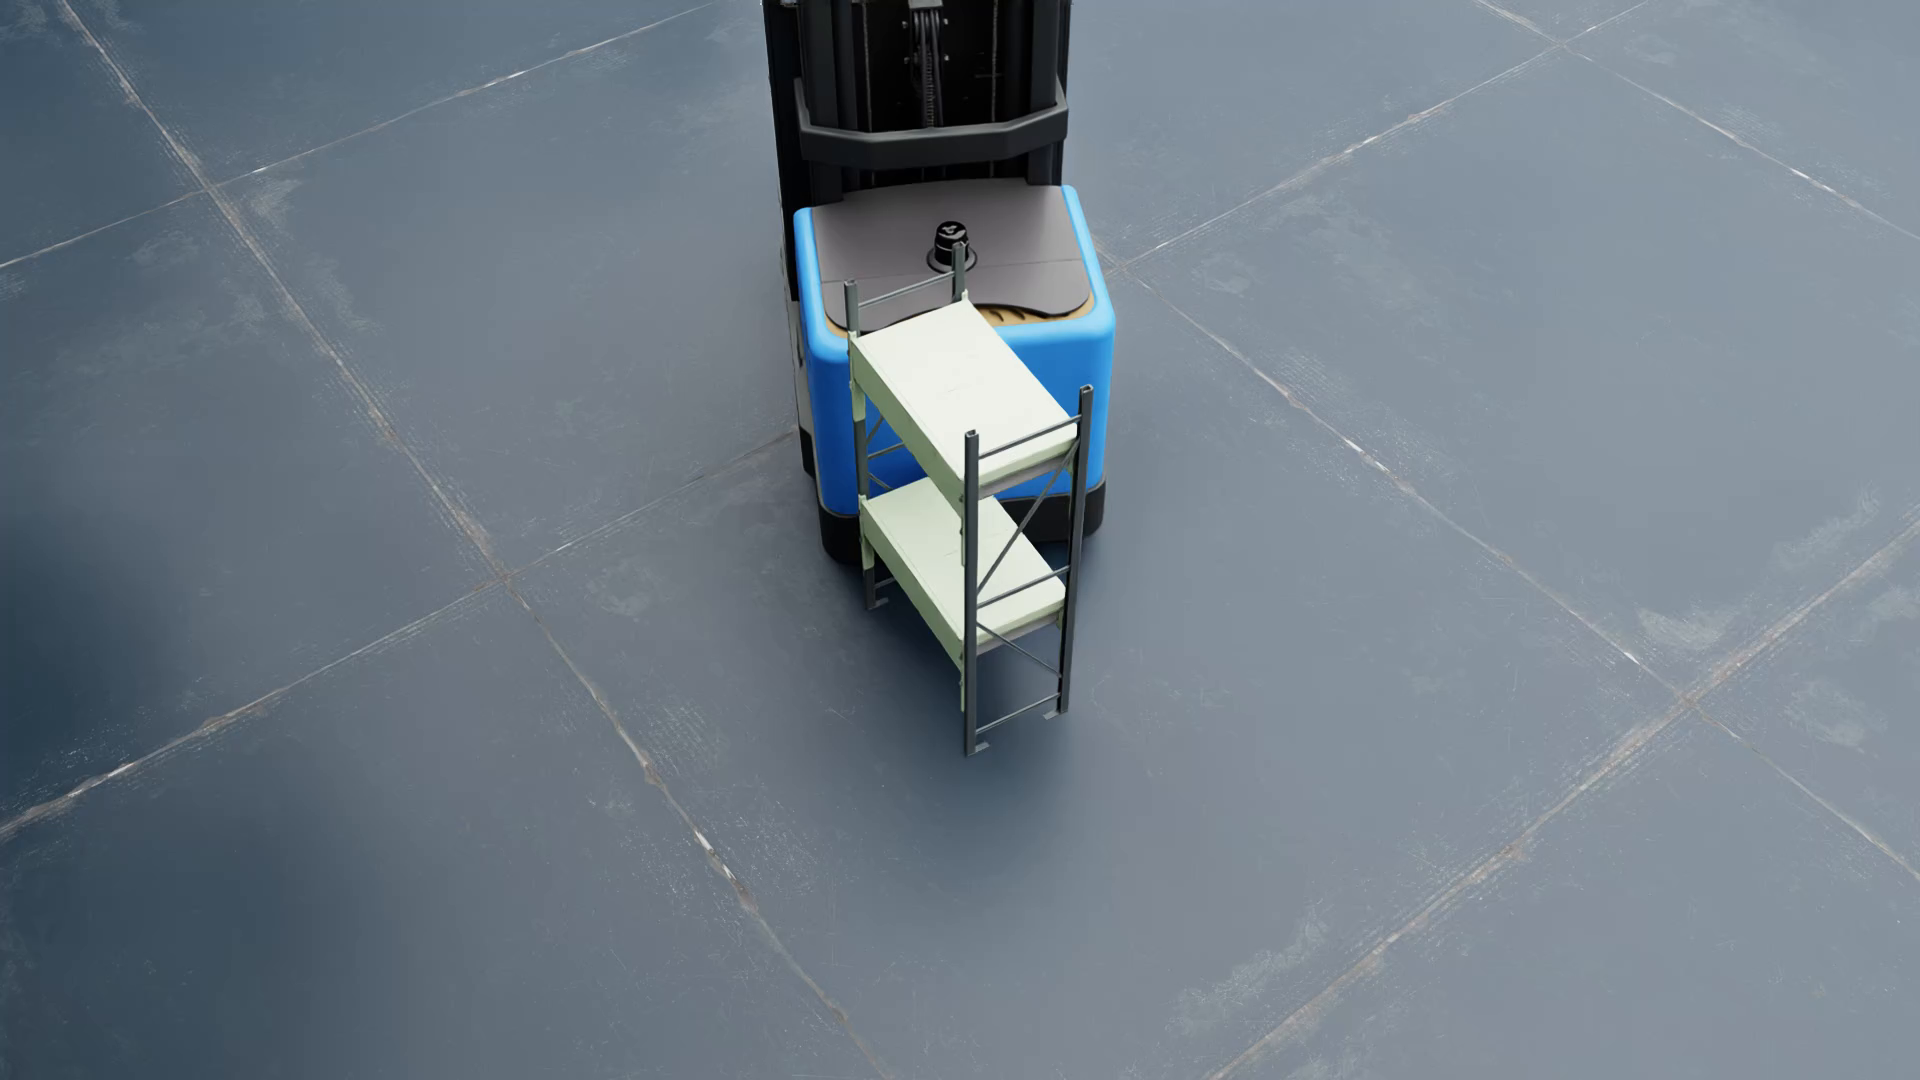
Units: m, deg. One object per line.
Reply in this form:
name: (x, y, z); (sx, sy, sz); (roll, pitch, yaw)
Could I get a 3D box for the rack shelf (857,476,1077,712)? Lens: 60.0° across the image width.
rack shelf: (0.014, 0.131, 5.559); (0.431, 0.370, 0.720); (-22, 52, -19)

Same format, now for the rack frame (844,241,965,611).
rack frame: (-0.164, -0.325, 5.532); (0.400, 1.500, 0.023); (-22, 52, -19)

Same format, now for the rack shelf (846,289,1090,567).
rack shelf: (0.014, -0.350, 5.028); (0.431, 0.370, 0.720); (-22, 52, -19)

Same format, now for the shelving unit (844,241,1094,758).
shelving unit: (0.014, -0.088, 5.317); (0.431, 1.500, 0.755); (-22, 52, -19)

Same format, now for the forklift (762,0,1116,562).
forklift: (-0.186, -2.010, 6.094); (1.130, 2.935, 3.031); (-6, 48, -5)

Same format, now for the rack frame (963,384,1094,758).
rack frame: (0.192, 0.149, 5.102); (0.400, 1.500, 0.023); (-22, 52, -19)
